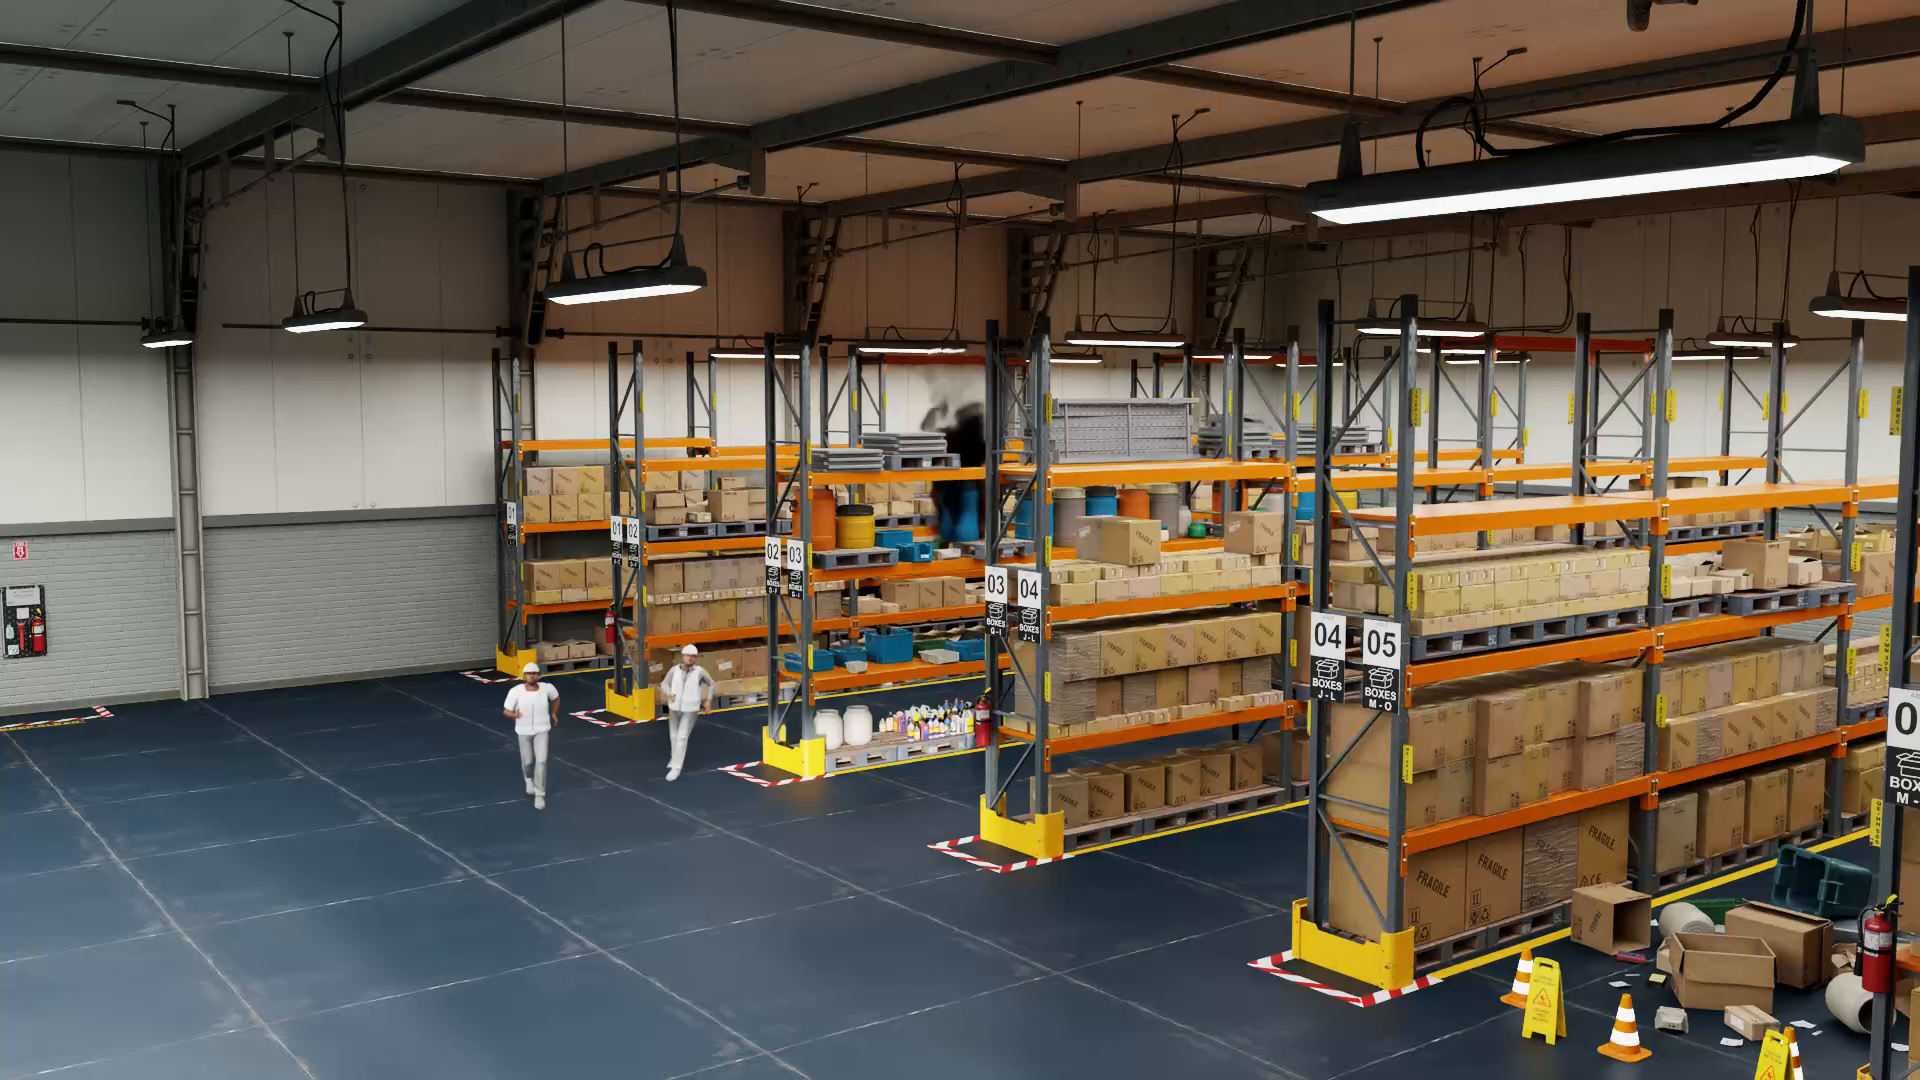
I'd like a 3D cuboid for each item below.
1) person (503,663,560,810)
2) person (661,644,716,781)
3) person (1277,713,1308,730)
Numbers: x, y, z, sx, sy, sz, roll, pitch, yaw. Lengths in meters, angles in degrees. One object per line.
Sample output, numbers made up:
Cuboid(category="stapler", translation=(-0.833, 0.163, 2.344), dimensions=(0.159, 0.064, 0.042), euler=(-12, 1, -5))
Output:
Cuboid(category="person", translation=(-5.379, 2.420, 20.921), dimensions=(0.695, 1.771, 0.962), euler=(-1, 5, -15))
Cuboid(category="person", translation=(-3.701, 2.291, 22.471), dimensions=(0.713, 1.769, 0.893), euler=(1, 5, 7))
Cuboid(category="person", translation=(4.905, 2.220, 24.269), dimensions=(0.850, 1.666, 0.579), euler=(-4, 6, -37))
